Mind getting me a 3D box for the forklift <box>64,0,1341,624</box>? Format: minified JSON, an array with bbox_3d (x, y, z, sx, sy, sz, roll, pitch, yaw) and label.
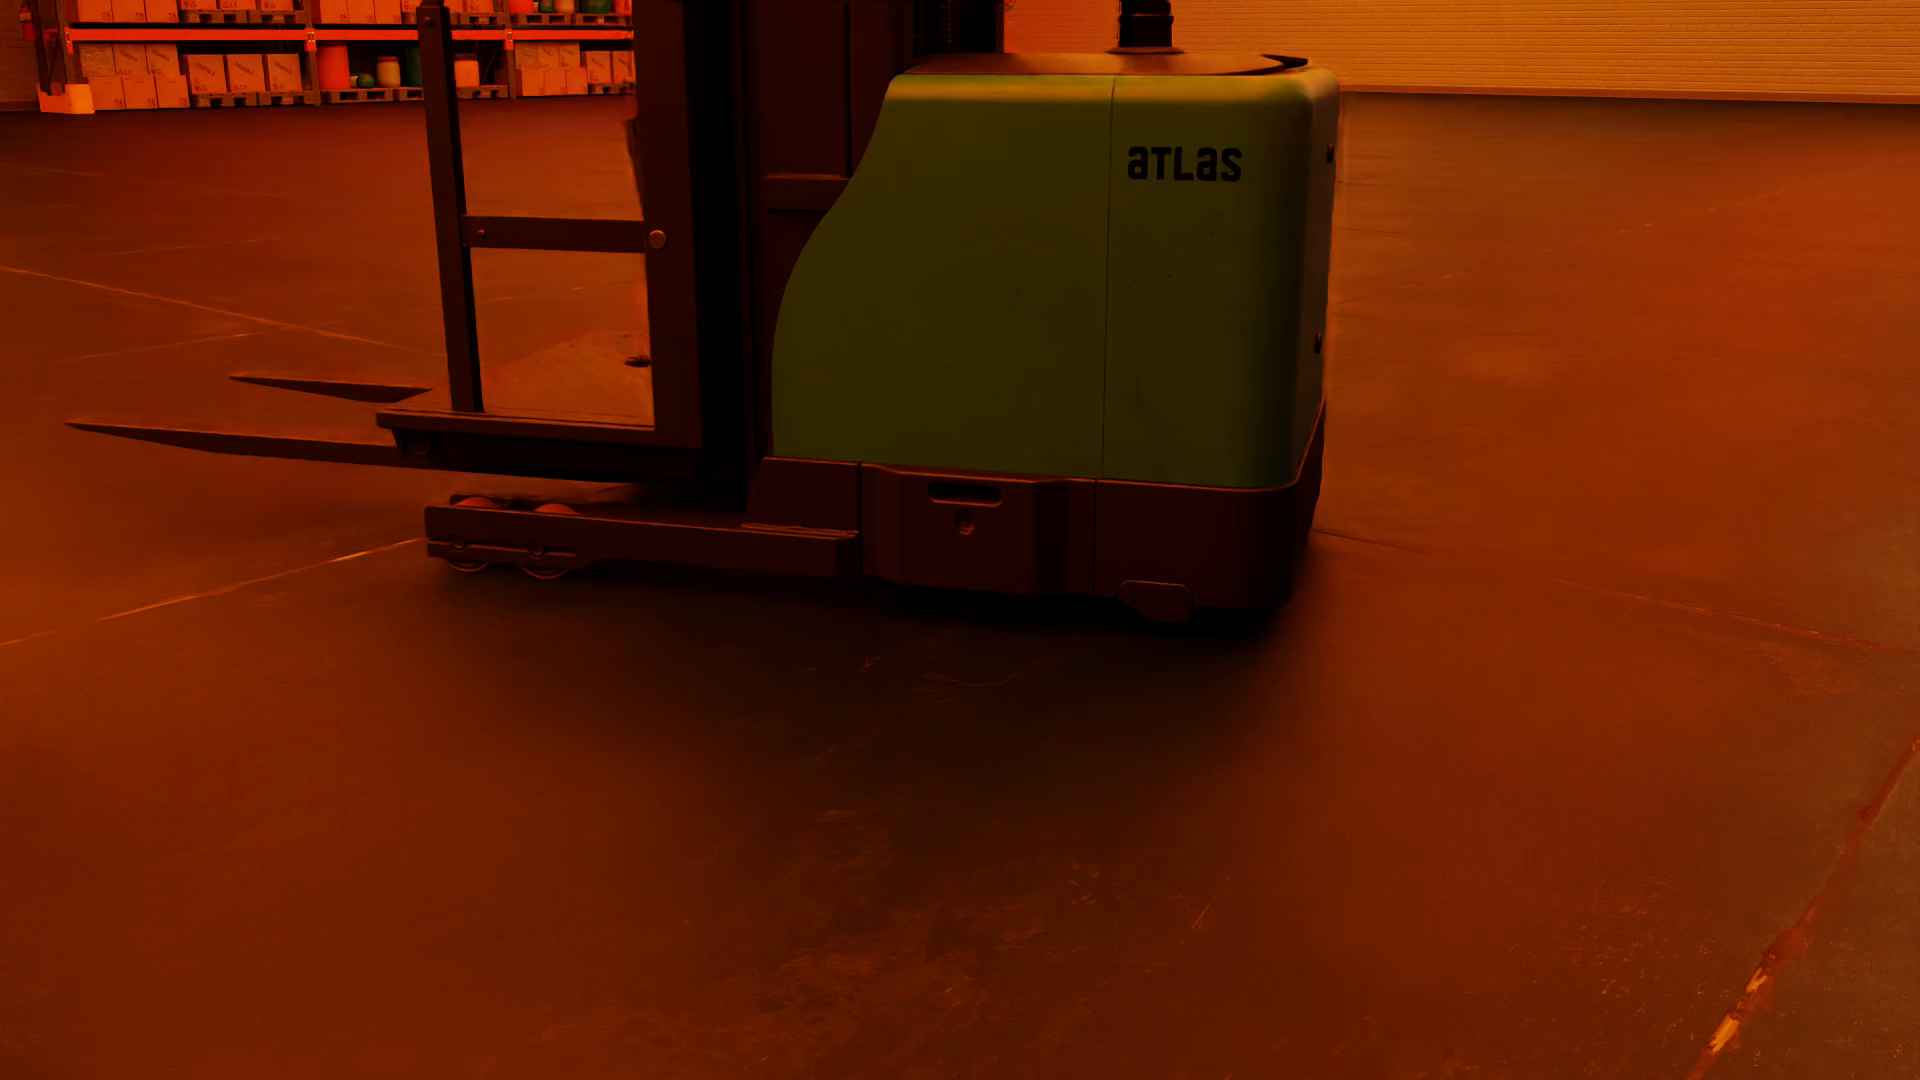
[{"bbox_3d":[-0.685,-1.457,3.694,3.031,2.935,1.130,5,17,15],"label":"forklift"}]
